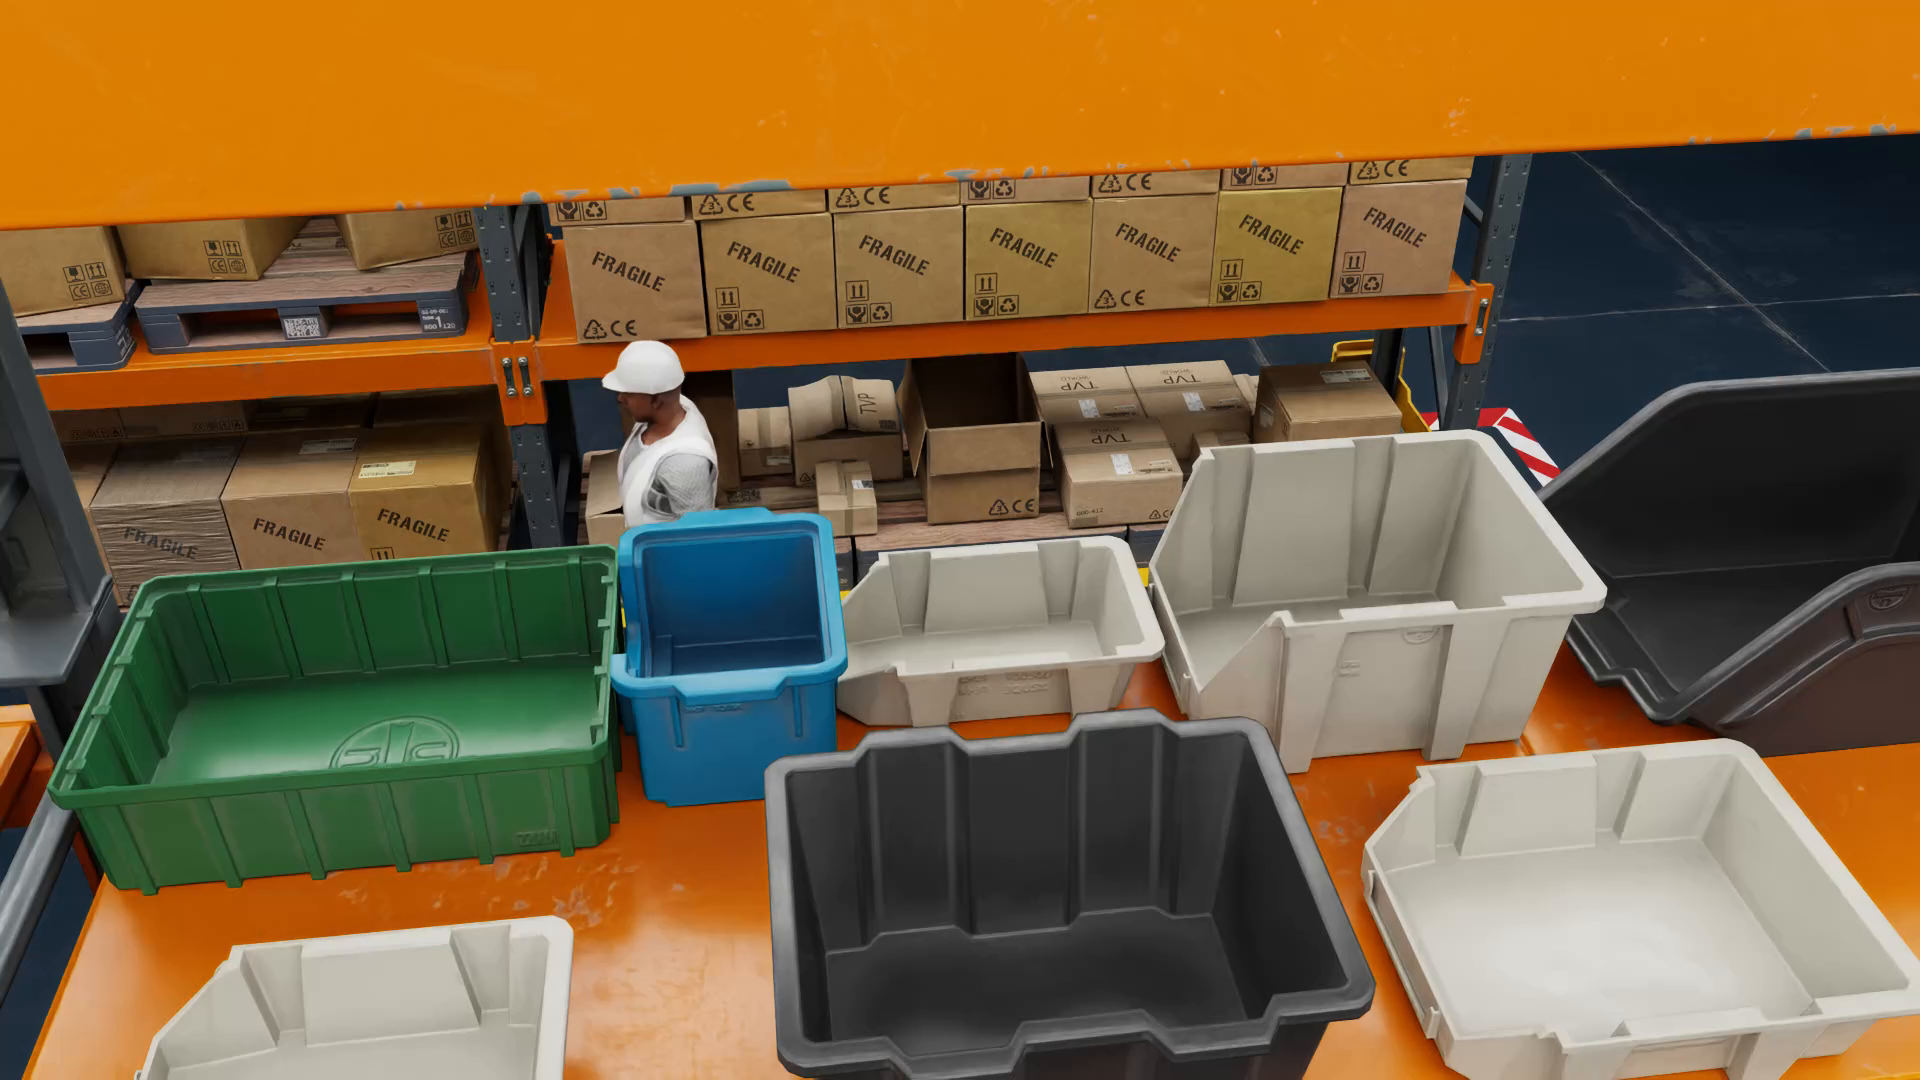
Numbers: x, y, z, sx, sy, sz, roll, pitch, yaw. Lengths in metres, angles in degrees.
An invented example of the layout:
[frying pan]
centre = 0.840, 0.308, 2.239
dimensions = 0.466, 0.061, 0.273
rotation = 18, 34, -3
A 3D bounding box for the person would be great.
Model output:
[person]
centre = -1.043, 0.120, 5.947
dimensions = 0.408, 1.829, 0.601
rotation = -9, 36, -13
